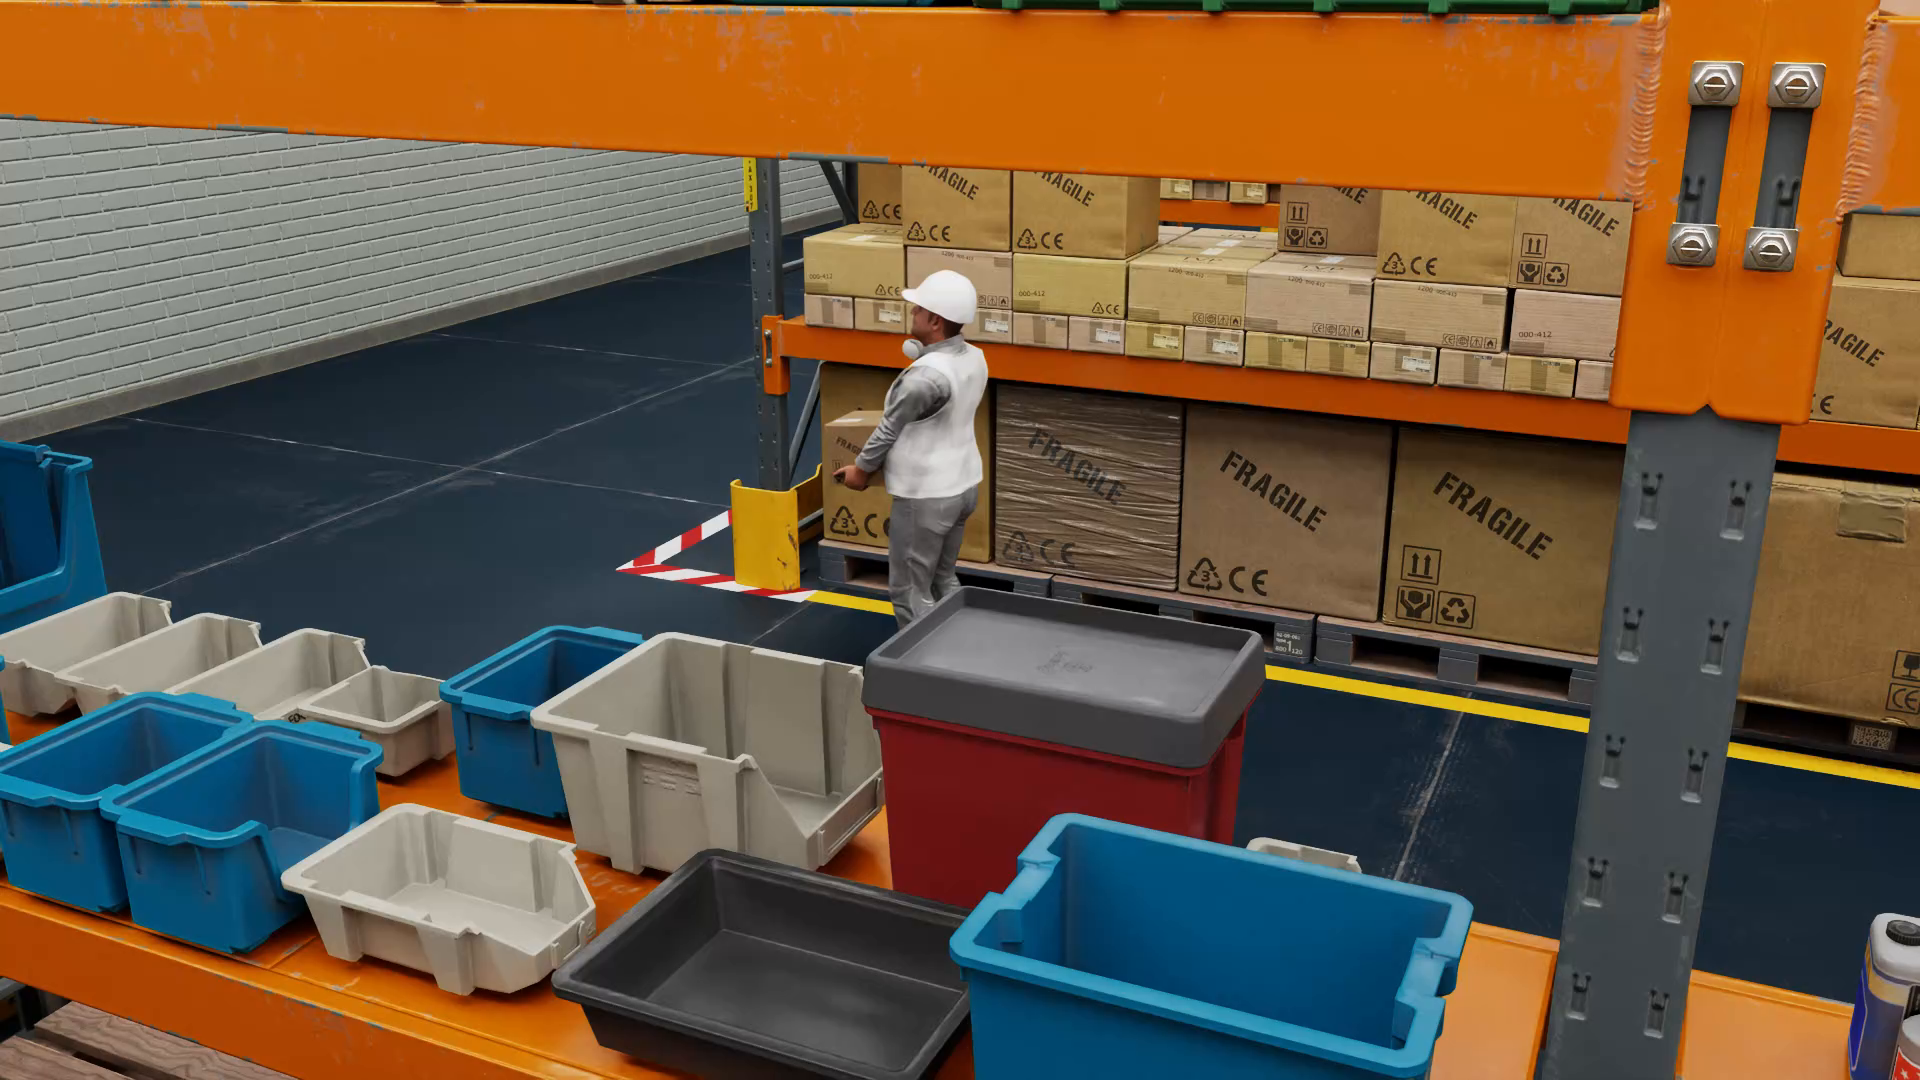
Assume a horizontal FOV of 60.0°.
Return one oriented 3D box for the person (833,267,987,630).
[{"bbox_3d":[-0.199,-0.212,6.644,0.552,1.771,0.502,8,21,23],"label":"person"}]
